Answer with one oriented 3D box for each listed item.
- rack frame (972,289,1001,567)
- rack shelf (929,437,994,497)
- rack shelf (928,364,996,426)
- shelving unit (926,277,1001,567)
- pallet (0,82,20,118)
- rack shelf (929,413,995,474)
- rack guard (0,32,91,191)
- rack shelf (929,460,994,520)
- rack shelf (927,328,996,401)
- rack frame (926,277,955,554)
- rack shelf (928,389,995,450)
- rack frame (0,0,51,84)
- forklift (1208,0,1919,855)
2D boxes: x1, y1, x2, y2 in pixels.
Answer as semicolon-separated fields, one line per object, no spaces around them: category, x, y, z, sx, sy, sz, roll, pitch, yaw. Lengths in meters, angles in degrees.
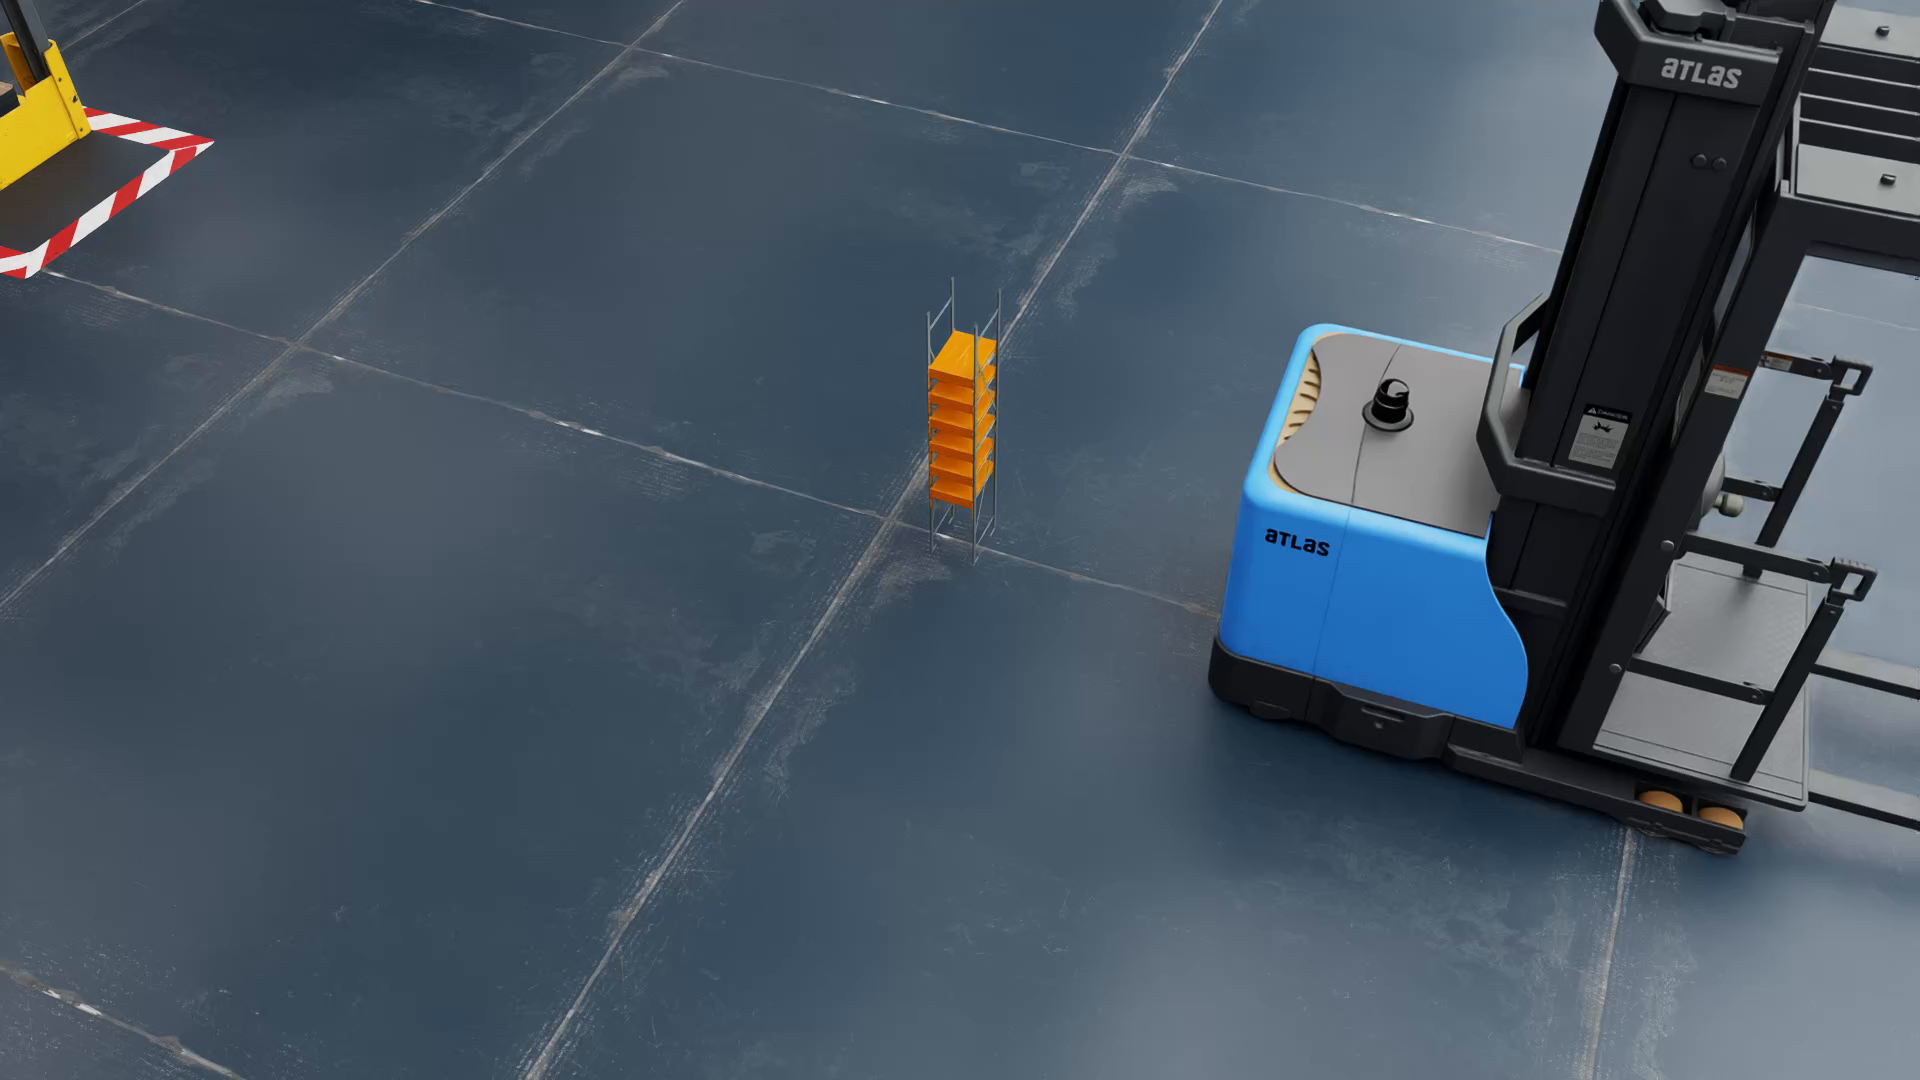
rack frame;0.098;-0.397;6.298;0.006;1.200;0.240;16;47;16
rack shelf;0.013;-0.305;6.439;0.180;0.103;0.258;16;47;16
rack shelf;0.013;-0.560;6.185;0.180;0.103;0.258;16;47;16
shelving unit;0.013;-0.421;6.323;0.189;1.200;0.258;16;47;16
pallet;-5.798;-2.194;8.806;1.213;0.211;1.003;16;47;16
rack shelf;0.013;-0.390;6.354;0.180;0.103;0.258;16;47;16
rack guard;-5.051;-2.072;8.478;0.348;0.500;1.175;16;47;16
rack shelf;0.013;-0.220;6.523;0.180;0.103;0.258;16;47;16
rack shelf;0.013;-0.645;6.100;0.180;0.103;0.258;16;47;16
rack frame;-0.071;-0.446;6.348;0.006;1.200;0.240;16;47;16
rack shelf;0.013;-0.475;6.270;0.180;0.103;0.258;16;47;16
rack frame;-4.962;-2.968;7.607;0.127;3.000;1.000;16;47;16
forklift;2.486;-0.397;5.071;3.031;2.935;1.130;15;47;14
